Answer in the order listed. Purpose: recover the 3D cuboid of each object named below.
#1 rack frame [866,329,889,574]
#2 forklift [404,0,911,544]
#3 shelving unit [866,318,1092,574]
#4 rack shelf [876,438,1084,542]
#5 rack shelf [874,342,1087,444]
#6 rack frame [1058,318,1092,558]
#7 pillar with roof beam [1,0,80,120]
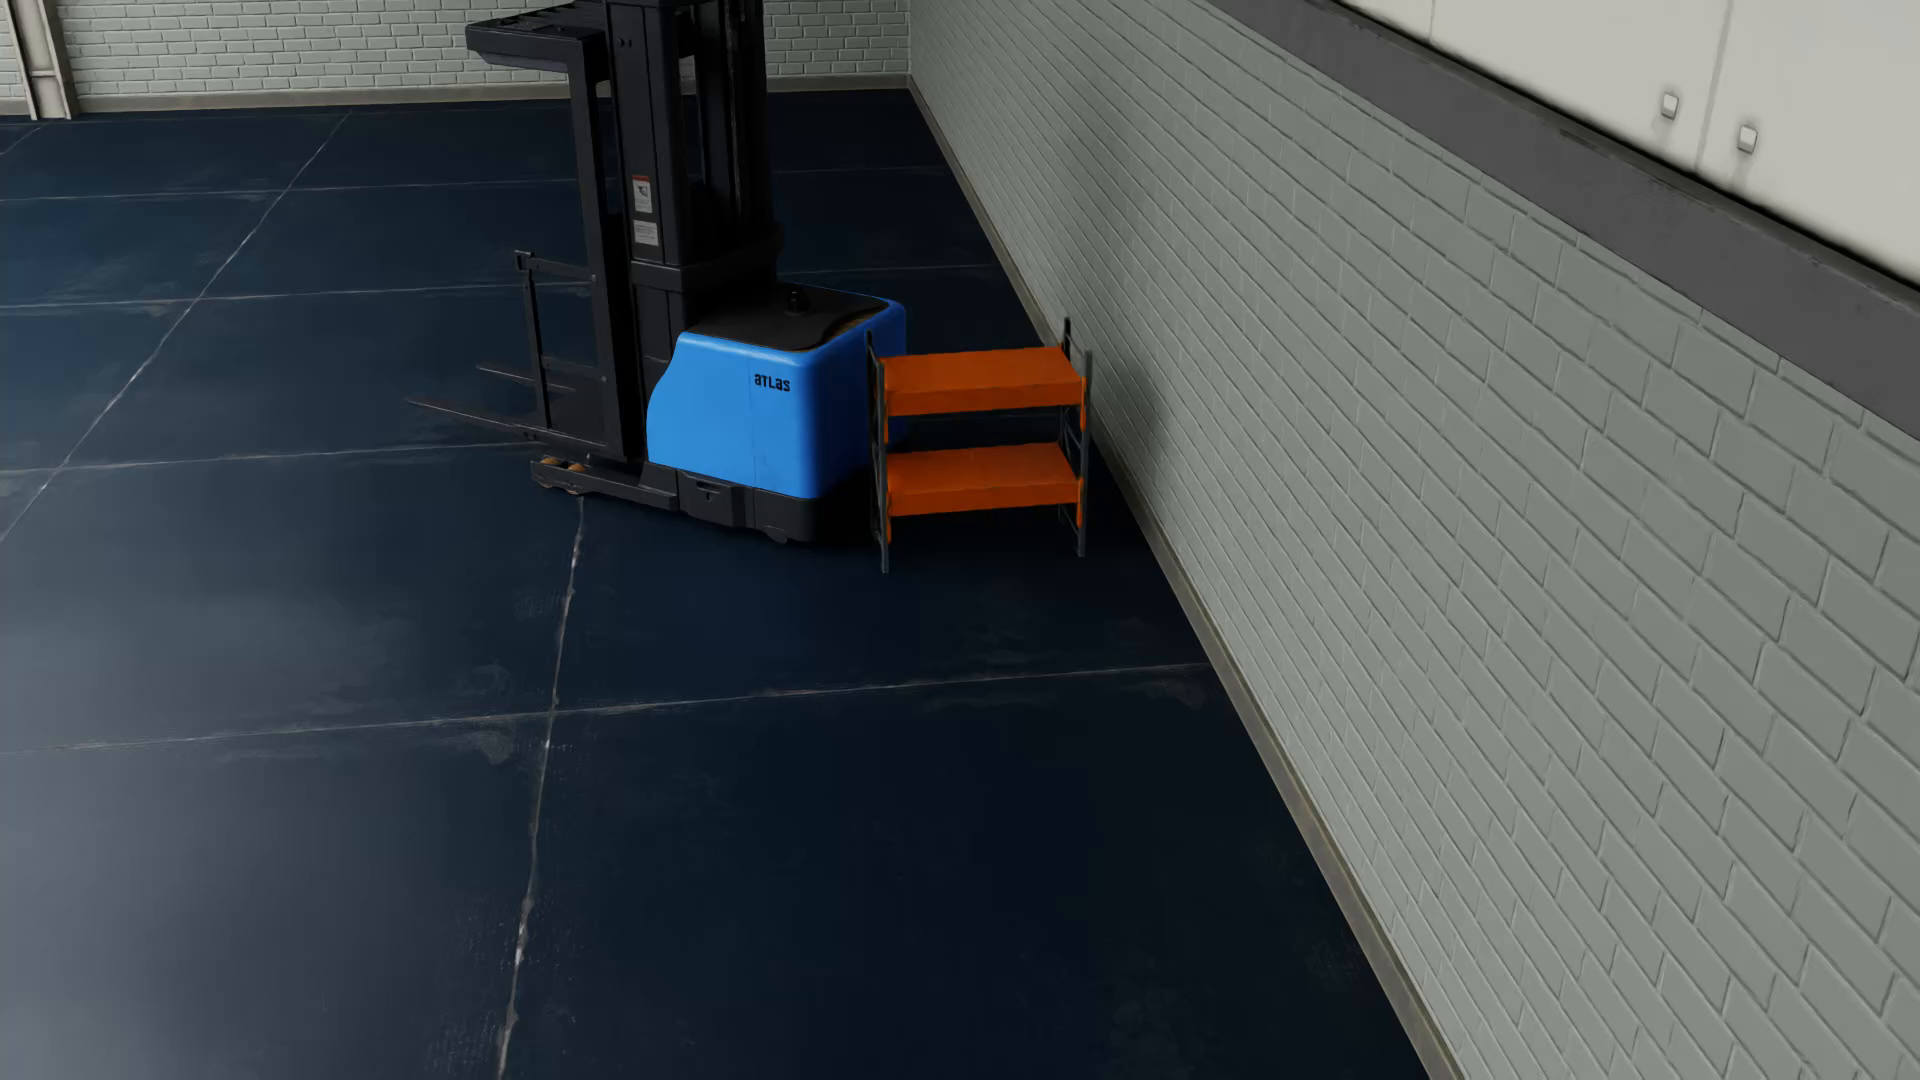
[{"bbox_3d":[-0.416,-0.443,8.378,0.032,1.125,0.500,-5,27,-9],"label":"rack frame"},{"bbox_3d":[-1.820,-1.751,8.952,3.031,2.935,1.130,14,30,25],"label":"forklift"},{"bbox_3d":[0.085,-0.483,8.455,1.048,1.125,0.538,-5,27,-9],"label":"shelving unit"},{"bbox_3d":[0.085,-0.265,8.566,1.000,0.278,0.538,-5,27,-9],"label":"rack shelf"},{"bbox_3d":[0.085,-0.744,8.323,1.000,0.278,0.538,-5,27,-9],"label":"rack shelf"},{"bbox_3d":[0.586,-0.522,8.532,0.032,1.125,0.500,-5,27,-9],"label":"rack frame"},{"bbox_3d":[-8.845,-6.490,11.540,0.400,9.000,9.100,-4,27,-7],"label":"pillar with roof beam"}]
